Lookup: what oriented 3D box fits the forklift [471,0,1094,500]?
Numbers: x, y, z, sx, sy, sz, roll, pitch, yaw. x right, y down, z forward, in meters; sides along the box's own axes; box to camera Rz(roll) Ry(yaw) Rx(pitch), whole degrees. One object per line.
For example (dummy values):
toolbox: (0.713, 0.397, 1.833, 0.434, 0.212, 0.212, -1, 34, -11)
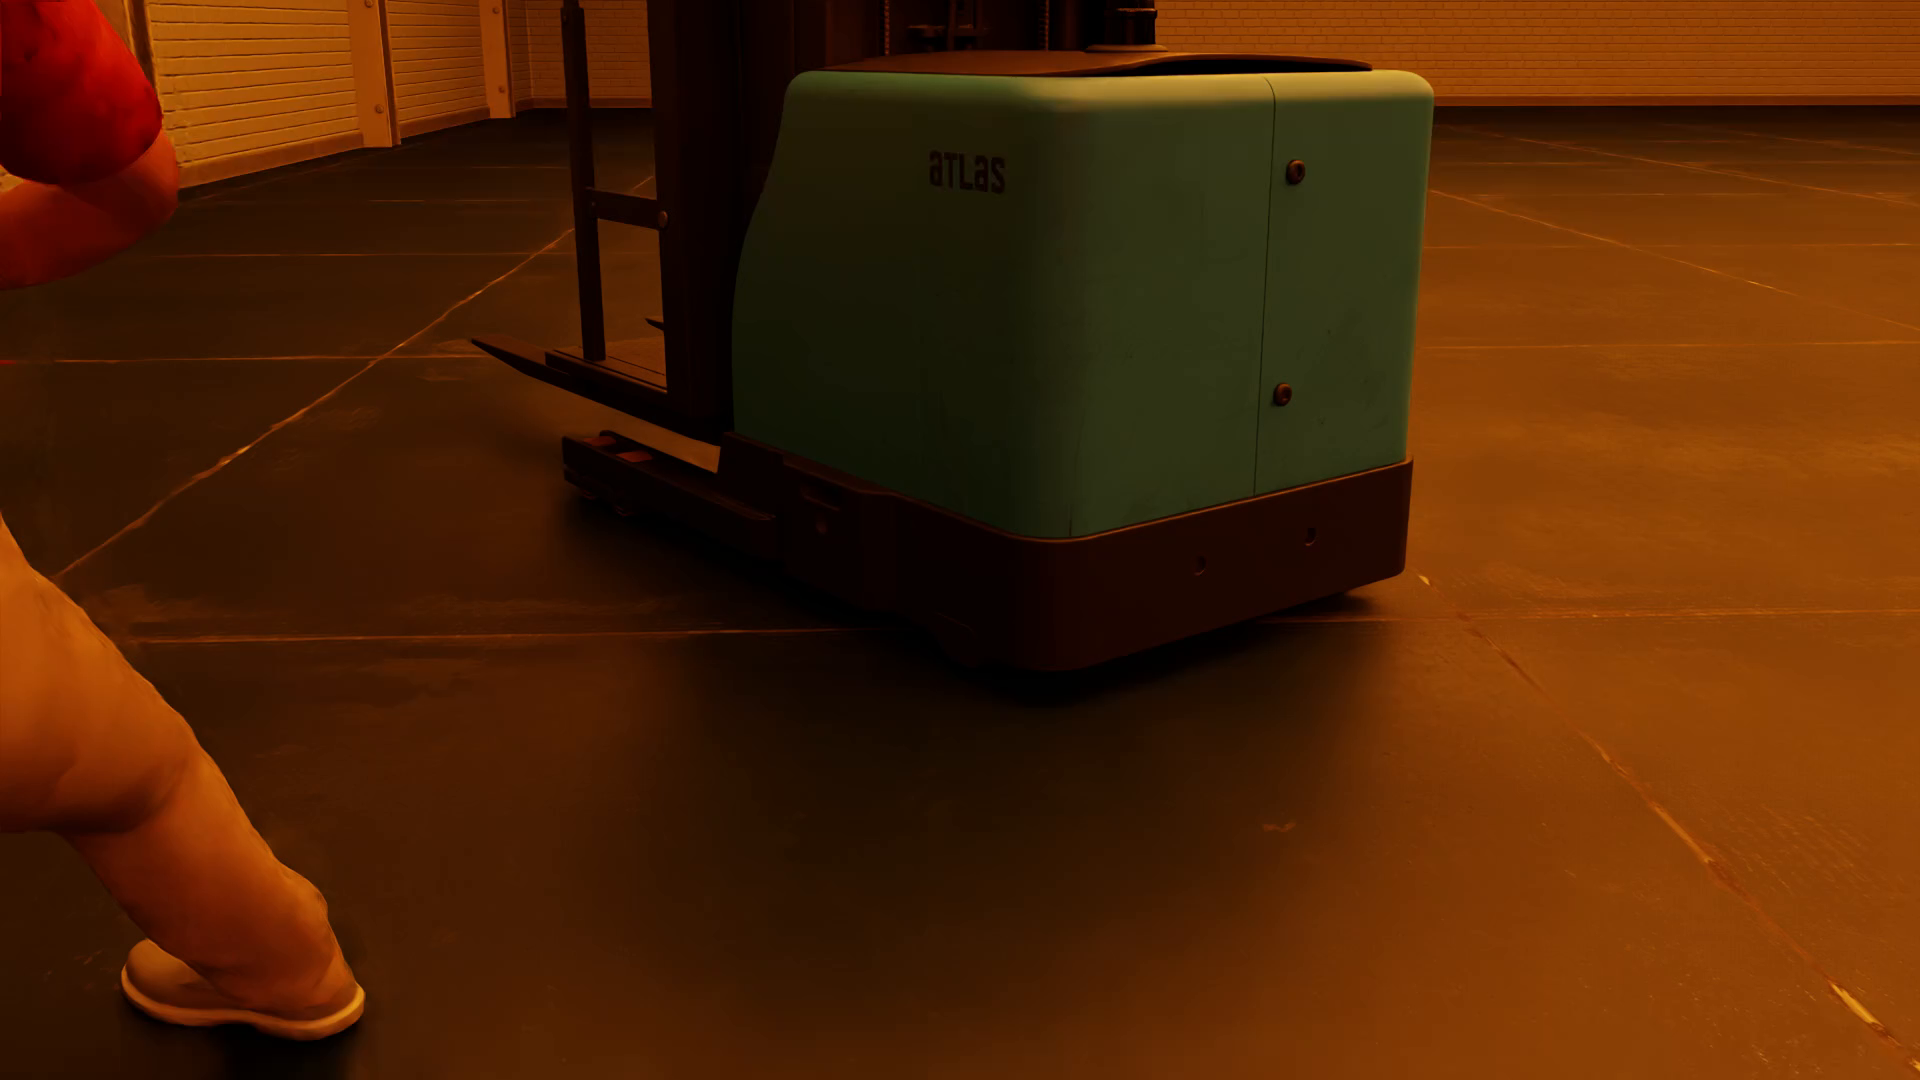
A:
forklift: (-0.409, -1.520, 3.985, 1.101, 2.867, 2.884, -13, 21, -35)
